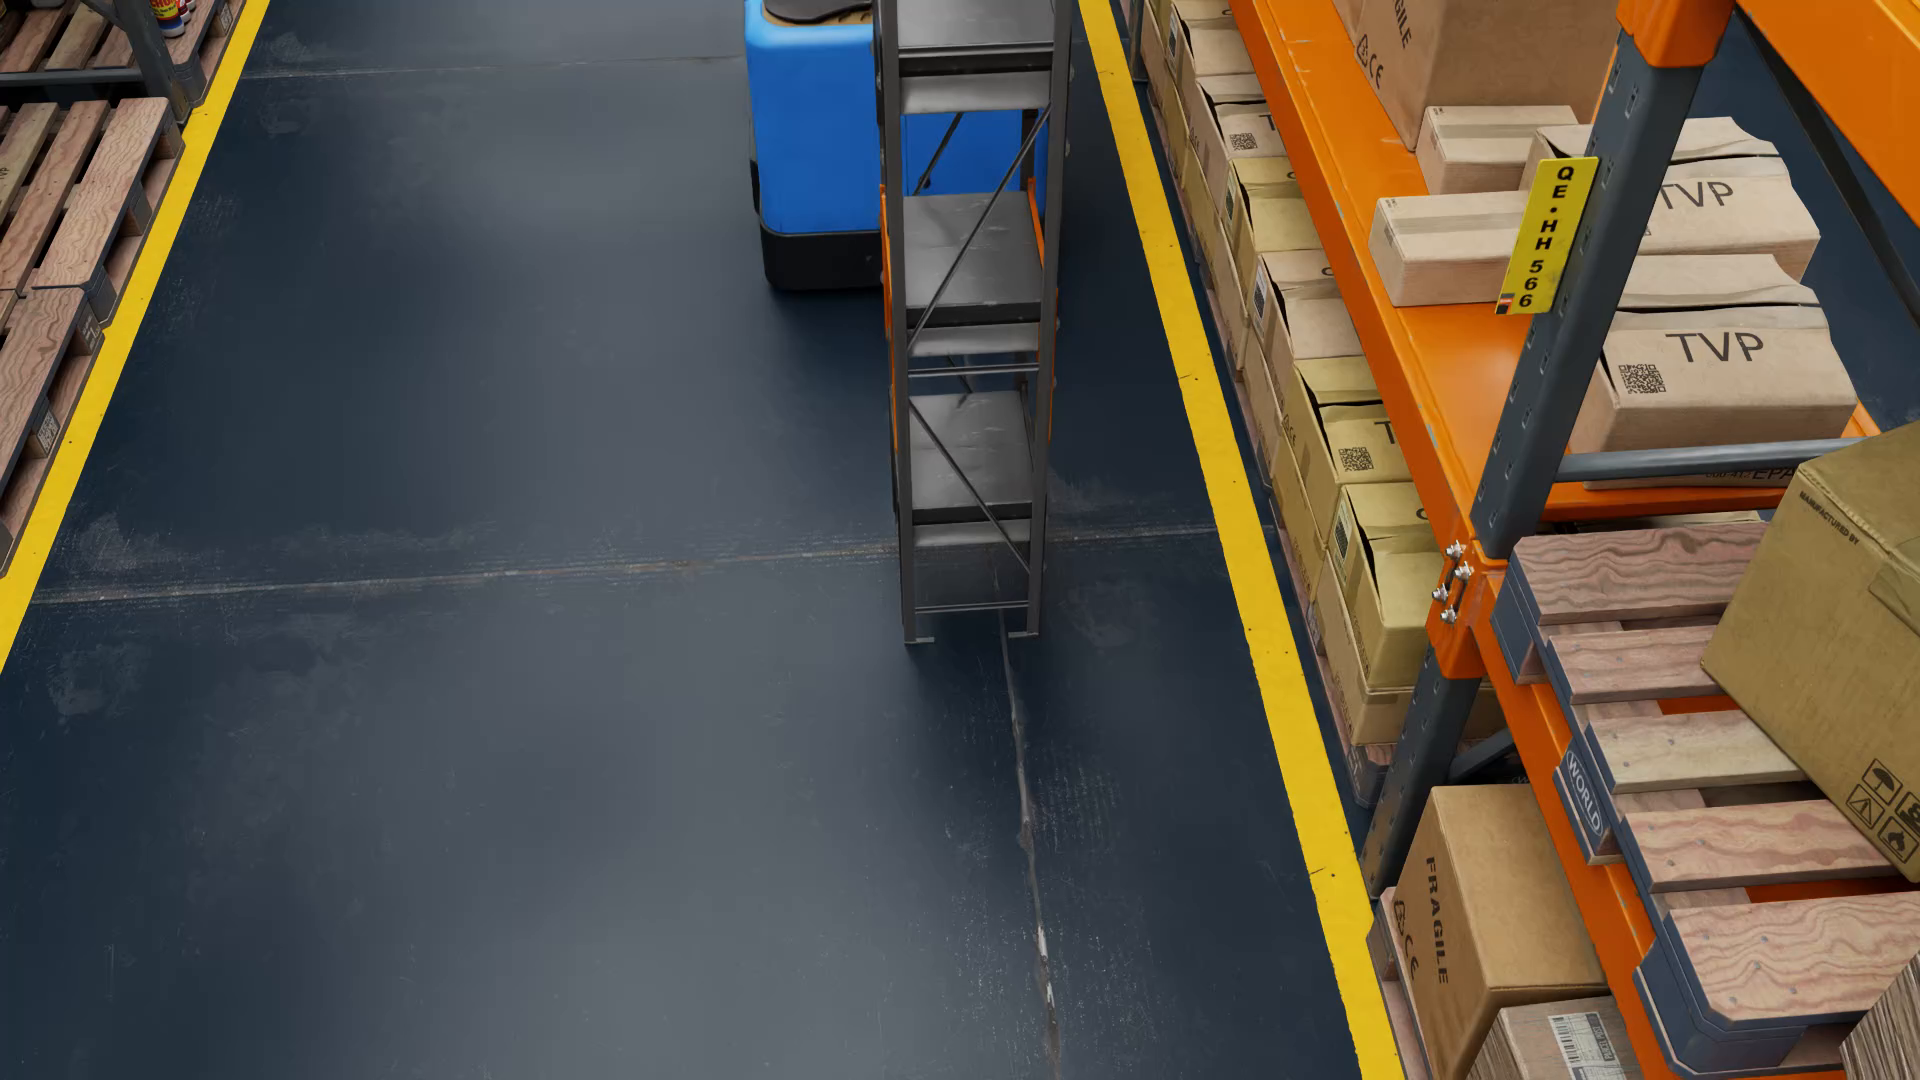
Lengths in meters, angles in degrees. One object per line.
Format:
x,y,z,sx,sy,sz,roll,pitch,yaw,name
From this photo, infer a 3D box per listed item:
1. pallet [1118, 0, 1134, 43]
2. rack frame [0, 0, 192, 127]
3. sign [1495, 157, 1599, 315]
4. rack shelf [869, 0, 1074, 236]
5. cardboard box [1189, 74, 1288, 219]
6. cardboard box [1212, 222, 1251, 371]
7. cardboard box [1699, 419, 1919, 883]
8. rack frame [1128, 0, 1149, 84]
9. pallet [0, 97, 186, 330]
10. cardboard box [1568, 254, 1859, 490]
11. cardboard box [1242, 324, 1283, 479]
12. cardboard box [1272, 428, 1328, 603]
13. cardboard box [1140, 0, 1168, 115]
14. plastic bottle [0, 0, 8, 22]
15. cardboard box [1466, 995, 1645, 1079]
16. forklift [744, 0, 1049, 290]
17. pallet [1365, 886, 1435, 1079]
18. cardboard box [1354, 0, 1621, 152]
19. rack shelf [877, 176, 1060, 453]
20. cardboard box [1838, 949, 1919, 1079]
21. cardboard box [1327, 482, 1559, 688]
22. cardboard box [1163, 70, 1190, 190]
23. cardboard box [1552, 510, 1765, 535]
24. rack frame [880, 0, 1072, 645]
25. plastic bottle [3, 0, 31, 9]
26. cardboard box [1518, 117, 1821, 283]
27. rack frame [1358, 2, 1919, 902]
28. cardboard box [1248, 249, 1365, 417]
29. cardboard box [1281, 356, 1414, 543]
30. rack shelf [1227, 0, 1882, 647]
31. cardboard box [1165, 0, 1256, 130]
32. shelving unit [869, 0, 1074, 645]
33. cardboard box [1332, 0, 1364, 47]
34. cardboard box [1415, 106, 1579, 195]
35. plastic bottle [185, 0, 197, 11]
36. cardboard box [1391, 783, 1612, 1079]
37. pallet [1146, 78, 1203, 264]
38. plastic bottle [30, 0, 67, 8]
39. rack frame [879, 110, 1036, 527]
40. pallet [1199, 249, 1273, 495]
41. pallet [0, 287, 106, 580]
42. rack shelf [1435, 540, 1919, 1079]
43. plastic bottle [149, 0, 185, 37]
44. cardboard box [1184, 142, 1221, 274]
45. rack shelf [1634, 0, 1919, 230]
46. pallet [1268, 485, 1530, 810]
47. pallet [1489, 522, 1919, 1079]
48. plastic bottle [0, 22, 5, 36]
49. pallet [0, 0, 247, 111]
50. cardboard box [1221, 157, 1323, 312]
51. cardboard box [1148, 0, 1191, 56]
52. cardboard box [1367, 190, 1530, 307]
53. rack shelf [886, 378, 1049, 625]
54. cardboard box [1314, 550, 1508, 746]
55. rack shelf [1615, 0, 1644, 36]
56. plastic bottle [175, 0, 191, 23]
1.206,-2.672,7.635,1.003,0.211,1.213,-3,47,-3,pallet
-3.706,-2.755,5.793,1.000,3.000,0.127,-3,47,-3,rack frame
1.013,-0.521,2.880,0.100,0.325,0.005,-3,47,-3,sign
0.014,-1.074,3.876,0.431,0.518,0.480,-3,47,-3,rack shelf
1.098,-1.394,5.723,0.500,0.311,0.500,-5,47,-5,cardboard box
1.147,-0.833,5.577,0.500,0.250,0.500,-3,47,-3,cardboard box
1.731,0.111,2.721,0.700,0.500,0.500,-18,49,-16,cardboard box
1.231,-3.053,6.076,1.000,3.000,0.127,-3,47,-3,rack frame
-3.601,-1.230,6.270,1.003,0.211,1.213,-3,47,-3,pallet
1.579,-0.394,3.619,0.500,0.311,0.500,-1,47,-1,cardboard box
1.193,-0.461,5.225,0.500,0.250,0.500,-3,47,-2,cardboard box
1.232,-0.097,4.880,0.500,0.250,0.500,-4,47,-4,cardboard box
1.018,-1.945,6.631,0.500,0.250,0.500,-5,47,-4,cardboard box
-4.075,-2.300,6.930,0.061,0.283,0.133,-1,47,-1,plastic bottle
1.368,1.274,3.396,0.500,0.500,0.500,-5,47,-5,cardboard box
-0.300,-2.980,6.053,1.130,2.935,3.031,-3,47,-3,forklift
1.590,1.342,3.834,1.003,0.211,1.213,-3,47,-3,pallet
1.409,-1.407,4.447,0.500,0.500,0.500,-6,47,-5,cardboard box
0.014,-0.593,4.384,0.431,0.518,0.480,-3,47,-3,rack shelf
1.617,0.784,2.083,0.700,0.500,0.500,4,47,4,cardboard box
1.276,0.085,4.322,0.500,0.311,0.500,-2,47,-2,cardboard box
1.059,-1.575,6.281,0.500,0.250,0.500,-2,47,-2,cardboard box
1.814,0.052,4.353,0.500,0.311,0.500,-2,47,-2,cardboard box
0.034,-0.426,4.207,0.400,2.100,0.015,-3,47,-3,rack frame
-4.047,-2.444,7.020,0.144,0.351,0.185,-5,47,-4,plastic bottle
1.684,-0.787,3.991,0.500,0.311,0.500,-4,47,-4,cardboard box
1.566,-0.159,3.335,1.000,3.000,0.127,-3,47,-3,rack frame
1.187,-0.656,5.024,0.500,0.311,0.500,-4,47,-4,cardboard box
1.226,-0.291,4.678,0.500,0.311,0.500,-4,47,-4,cardboard box
1.398,-1.359,4.966,1.077,0.370,4.000,-3,47,-3,rack shelf
1.054,-1.768,6.077,0.500,0.311,0.500,-4,47,-4,cardboard box
0.014,-0.602,4.374,0.431,2.100,0.503,-3,47,-3,shelving unit
1.365,-1.787,4.808,0.500,0.500,0.500,-3,47,-3,cardboard box
1.403,-0.992,4.297,0.380,0.149,0.250,0,47,0,cardboard box
-3.312,-2.348,7.032,0.097,0.201,0.097,0,47,0,plastic bottle
1.319,0.896,3.754,0.500,0.500,0.500,-2,47,-2,cardboard box
1.331,-1.564,6.585,1.003,0.211,1.213,-3,47,-3,pallet
-3.903,-2.452,7.028,0.144,0.351,0.185,-3,47,-3,plastic bottle
-0.007,-0.779,4.541,0.400,2.100,0.015,-3,47,-3,rack frame
1.437,-0.679,5.748,1.003,0.211,1.213,-3,47,-3,pallet
-3.496,-0.345,5.432,1.003,0.211,1.213,-3,47,-3,pallet
1.733,1.535,2.226,1.077,0.370,4.000,-3,47,-3,rack shelf
-3.295,-2.225,6.868,0.097,0.271,0.097,0,47,0,plastic bottle
1.105,-1.201,5.926,0.500,0.250,0.500,-5,47,-5,cardboard box
1.733,0.504,1.136,1.077,0.370,4.000,-3,47,-3,rack shelf
1.536,0.202,4.914,1.003,0.211,1.213,-3,47,-3,pallet
1.692,0.393,2.944,1.213,0.211,1.003,-3,47,-3,pallet
-4.046,-2.187,6.880,0.097,0.201,0.097,0,47,0,plastic bottle
-3.720,-2.284,7.268,1.003,0.211,1.213,-3,47,-3,pallet
1.147,-1.019,5.367,0.500,0.311,0.500,-2,47,-2,cardboard box
1.017,-2.131,6.420,0.500,0.311,0.500,-3,47,-3,cardboard box
1.215,-0.707,4.026,0.380,0.149,0.250,-3,47,-3,cardboard box
0.014,-0.112,4.892,0.431,0.518,0.480,-3,47,-3,rack shelf
1.279,0.276,4.527,0.500,0.250,0.500,-2,47,-2,cardboard box
1.398,-2.390,3.877,1.077,0.370,4.000,-3,47,-3,rack shelf
-3.304,-2.275,6.963,0.097,0.201,0.097,0,47,0,plastic bottle
